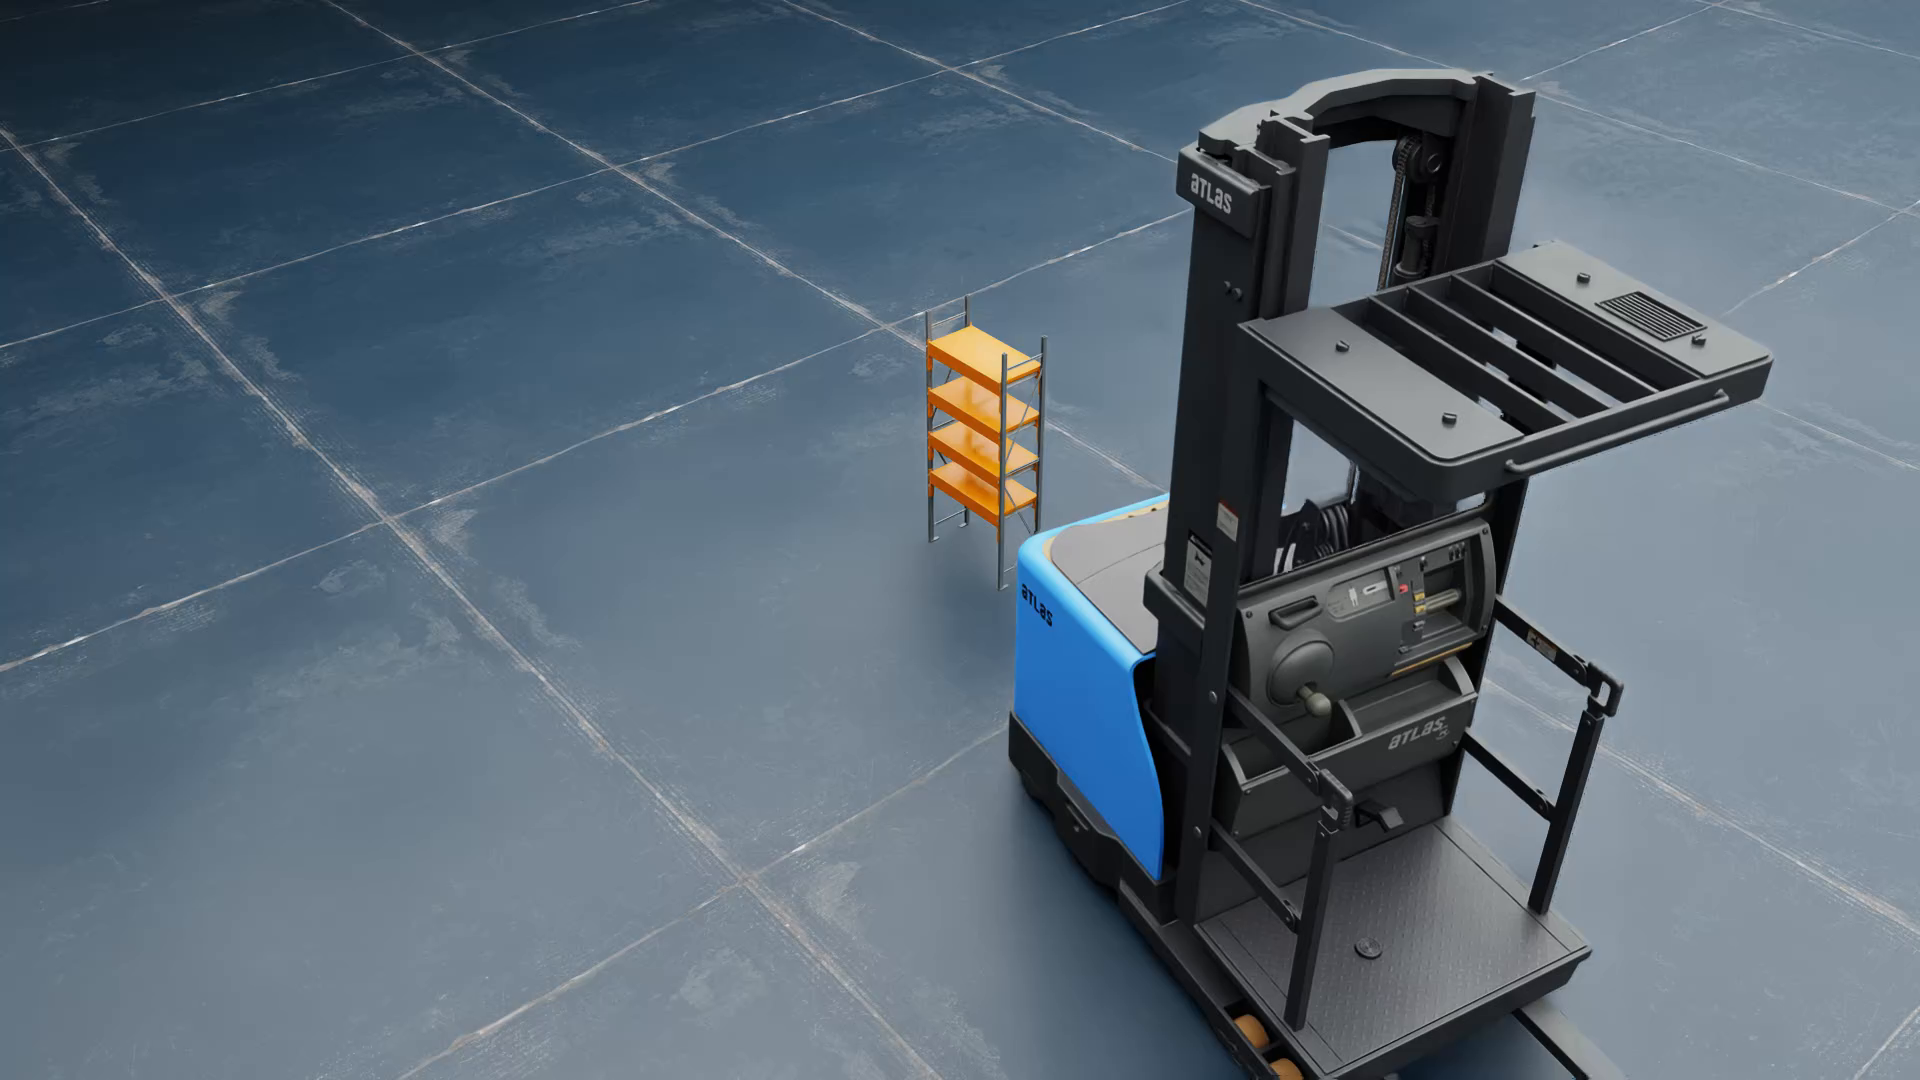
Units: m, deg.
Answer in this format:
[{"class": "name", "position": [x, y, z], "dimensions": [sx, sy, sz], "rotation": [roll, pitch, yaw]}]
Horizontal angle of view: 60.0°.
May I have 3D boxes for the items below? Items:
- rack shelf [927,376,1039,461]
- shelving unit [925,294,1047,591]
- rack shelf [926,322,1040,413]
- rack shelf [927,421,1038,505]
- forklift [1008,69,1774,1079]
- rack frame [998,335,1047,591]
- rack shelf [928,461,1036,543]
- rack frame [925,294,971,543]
[{"class": "rack shelf", "position": [0.107, -0.544, 7.210], "dimensions": [0.258, 0.148, 0.480], "rotation": [-26, 43, -32]}, {"class": "shelving unit", "position": [0.107, -0.417, 7.300], "dimensions": [0.258, 1.200, 0.503], "rotation": [-26, 43, -32]}, {"class": "rack shelf", "position": [0.107, -0.737, 7.073], "dimensions": [0.258, 0.148, 0.480], "rotation": [-26, 43, -32]}, {"class": "rack shelf", "position": [0.107, -0.362, 7.339], "dimensions": [0.258, 0.148, 0.480], "rotation": [-26, 43, -32]}, {"class": "forklift", "position": [1.325, 0.299, 4.793], "dimensions": [1.130, 2.935, 3.031], "rotation": [-17, 39, -23]}, {"class": "rack frame", "position": [0.264, -0.309, 7.148], "dimensions": [0.240, 1.200, 0.015], "rotation": [-26, 43, -32]}, {"class": "rack shelf", "position": [0.107, -0.200, 7.454], "dimensions": [0.258, 0.148, 0.480], "rotation": [-26, 43, -32]}, {"class": "rack frame", "position": [-0.051, -0.524, 7.452], "dimensions": [0.240, 1.200, 0.015], "rotation": [-26, 43, -32]}]
